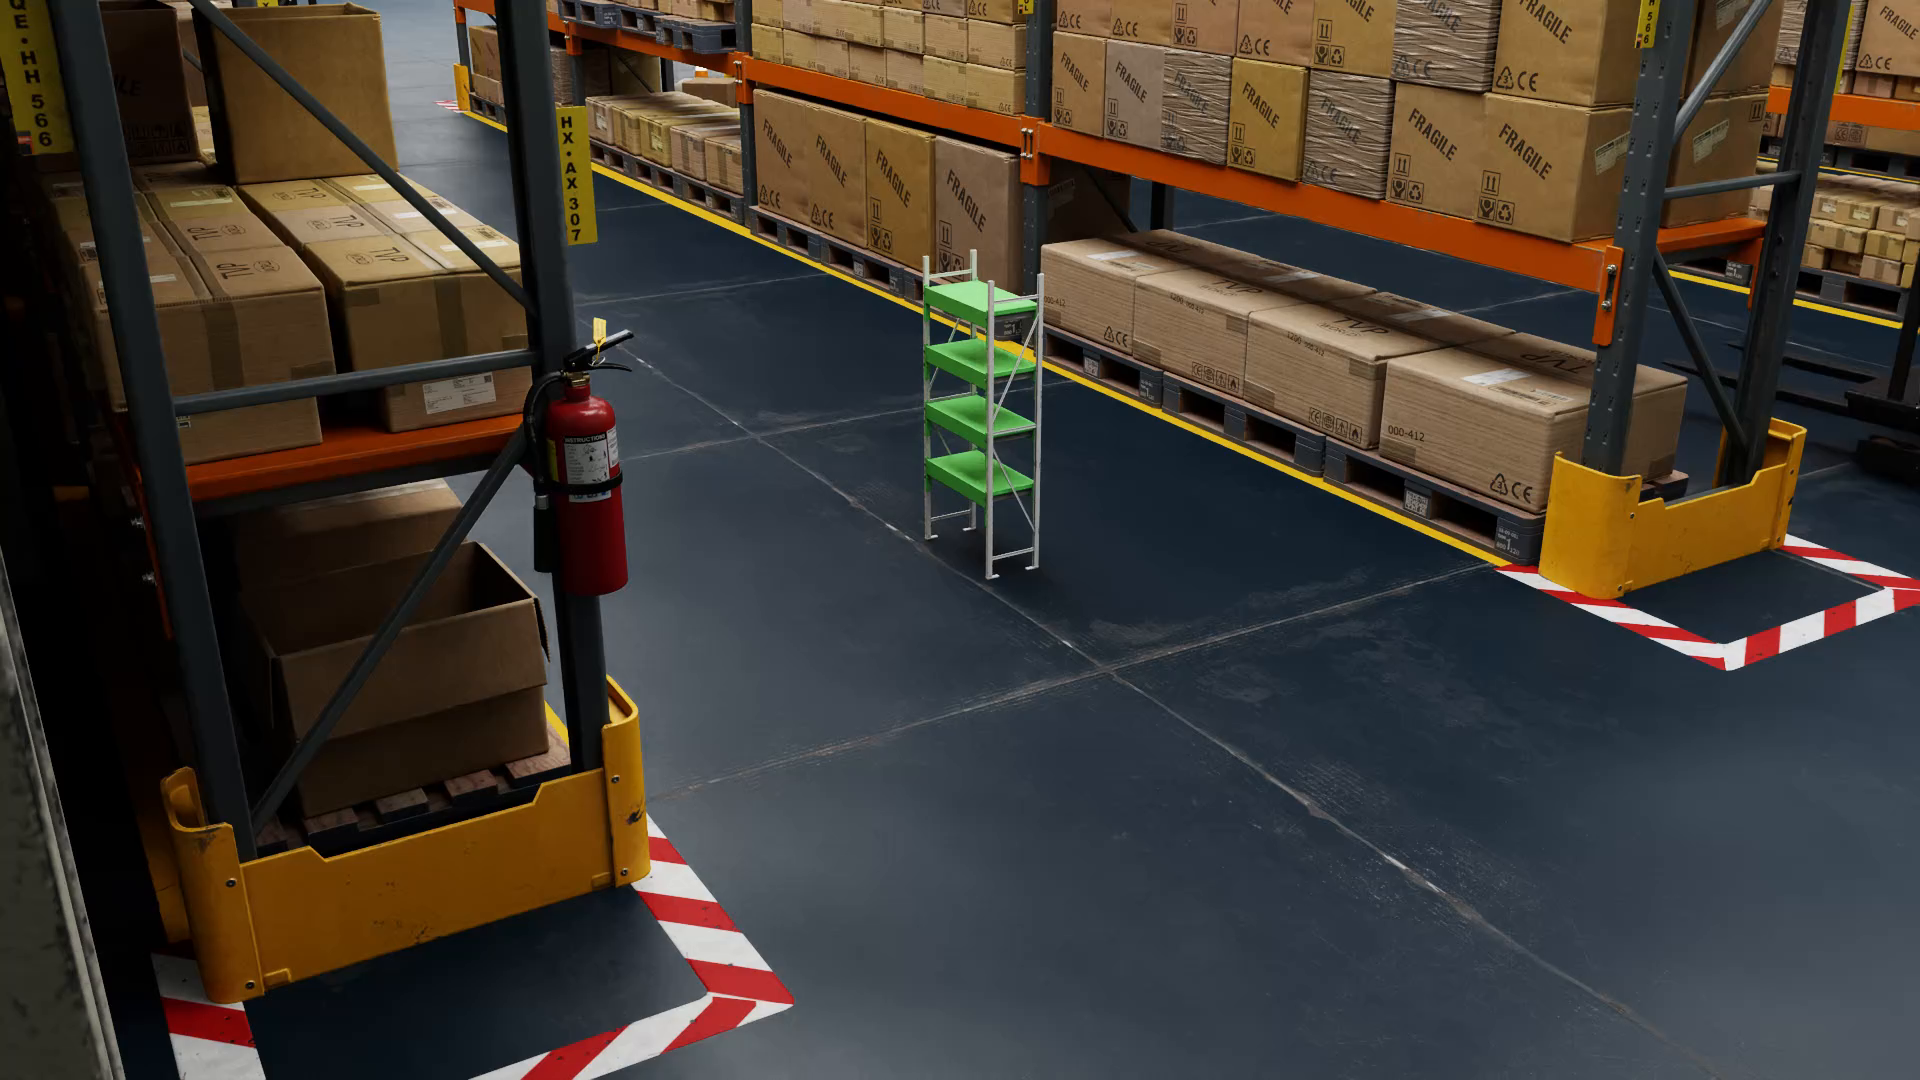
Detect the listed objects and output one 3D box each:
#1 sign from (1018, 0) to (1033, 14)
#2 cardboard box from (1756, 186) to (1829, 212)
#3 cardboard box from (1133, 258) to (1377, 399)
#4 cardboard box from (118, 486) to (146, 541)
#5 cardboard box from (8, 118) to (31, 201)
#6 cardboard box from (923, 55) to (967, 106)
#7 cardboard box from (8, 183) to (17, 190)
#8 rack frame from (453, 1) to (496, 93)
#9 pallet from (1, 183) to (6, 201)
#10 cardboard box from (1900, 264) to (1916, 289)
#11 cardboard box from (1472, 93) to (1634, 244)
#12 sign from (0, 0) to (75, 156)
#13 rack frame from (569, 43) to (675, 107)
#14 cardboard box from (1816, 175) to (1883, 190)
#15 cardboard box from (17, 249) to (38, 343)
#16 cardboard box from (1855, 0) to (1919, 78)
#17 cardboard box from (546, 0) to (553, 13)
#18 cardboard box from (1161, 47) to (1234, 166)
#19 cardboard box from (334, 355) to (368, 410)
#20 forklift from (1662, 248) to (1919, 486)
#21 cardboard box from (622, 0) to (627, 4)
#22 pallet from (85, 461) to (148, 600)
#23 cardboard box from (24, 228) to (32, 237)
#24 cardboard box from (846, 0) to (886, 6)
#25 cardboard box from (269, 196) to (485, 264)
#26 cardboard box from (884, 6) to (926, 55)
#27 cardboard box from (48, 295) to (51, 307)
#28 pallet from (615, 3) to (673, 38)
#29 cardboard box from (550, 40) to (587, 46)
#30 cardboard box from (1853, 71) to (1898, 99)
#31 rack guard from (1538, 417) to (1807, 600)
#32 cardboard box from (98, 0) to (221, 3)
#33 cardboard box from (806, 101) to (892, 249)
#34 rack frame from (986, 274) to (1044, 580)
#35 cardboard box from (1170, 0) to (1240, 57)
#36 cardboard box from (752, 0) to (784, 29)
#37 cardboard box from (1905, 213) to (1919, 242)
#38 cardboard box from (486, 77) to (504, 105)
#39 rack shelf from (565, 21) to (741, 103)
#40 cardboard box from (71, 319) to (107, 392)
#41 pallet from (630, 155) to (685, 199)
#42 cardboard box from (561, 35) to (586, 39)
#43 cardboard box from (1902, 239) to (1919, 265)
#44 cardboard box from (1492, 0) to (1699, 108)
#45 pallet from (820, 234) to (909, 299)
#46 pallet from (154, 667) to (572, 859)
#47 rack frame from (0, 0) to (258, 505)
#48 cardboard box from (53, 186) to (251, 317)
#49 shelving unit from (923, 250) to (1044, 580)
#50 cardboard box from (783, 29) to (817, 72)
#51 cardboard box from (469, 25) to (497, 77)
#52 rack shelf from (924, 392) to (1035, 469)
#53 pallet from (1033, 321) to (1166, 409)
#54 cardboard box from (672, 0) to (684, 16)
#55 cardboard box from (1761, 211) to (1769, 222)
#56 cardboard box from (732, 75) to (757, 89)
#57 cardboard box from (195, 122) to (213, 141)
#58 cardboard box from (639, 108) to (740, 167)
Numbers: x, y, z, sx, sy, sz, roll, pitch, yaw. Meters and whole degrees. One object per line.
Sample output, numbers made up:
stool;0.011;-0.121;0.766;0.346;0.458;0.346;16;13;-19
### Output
sign;0.361;-3.011;8.975;0.100;0.325;0.005;-13;25;-28
cardboard box;5.498;-2.250;10.975;0.380;0.149;0.250;-12;25;-27
cardboard box;1.509;-1.113;8.582;0.875;0.438;0.875;-13;26;-30
cardboard box;-3.087;-0.137;6.565;0.380;0.149;0.250;-13;25;-29
cardboard box;-3.422;-1.519;6.540;0.500;0.250;0.500;-13;25;-29
cardboard box;0.117;-2.811;10.115;0.500;0.250;0.500;-13;25;-29
cardboard box;-5.488;-2.066;9.983;0.380;0.149;0.250;-11;25;-26
rack frame;-5.307;-6.503;18.999;1.000;3.000;0.127;-13;25;-28
pallet;-7.120;-2.730;13.418;1.003;0.211;1.213;-13;25;-28
cardboard box;6.020;-1.626;10.230;0.380;0.149;0.250;-14;26;-31
cardboard box;2.392;-1.475;6.497;0.500;0.500;0.500;-12;25;-28
sign;-1.887;-0.950;3.380;0.100;0.325;0.005;-13;25;-28
rack frame;-3.264;-5.208;15.814;1.000;3.000;0.127;-13;25;-28
cardboard box;6.013;-2.365;11.256;0.380;0.149;0.250;-14;26;-31
cardboard box;-4.734;-1.306;8.974;0.500;0.500;0.500;-14;26;-30
cardboard box;5.847;-3.082;10.055;0.500;0.500;0.500;-11;25;-26
cardboard box;-3.824;-5.217;16.168;0.380;0.149;0.250;-12;25;-27
cardboard box;1.339;-2.137;8.124;0.500;0.500;0.500;-12;25;-28
cardboard box;-1.501;-0.484;4.524;0.380;0.149;0.250;-12;25;-27
forklift;4.837;-1.703;7.281;1.130;2.935;3.031;-16;27;-34
cardboard box;-2.703;-4.715;14.377;0.380;0.149;0.250;-12;25;-28
pallet;-3.093;-0.148;7.068;1.003;0.211;1.213;-13;25;-28
cardboard box;-4.680;-1.562;8.743;0.380;0.149;0.250;-14;26;-30
cardboard box;-0.412;-3.723;10.699;0.500;0.500;0.500;-12;25;-27
cardboard box;-1.658;-0.798;4.767;0.500;0.250;0.500;-12;25;-28
cardboard box;-0.143;-3.204;10.417;0.500;0.250;0.500;-12;25;-27
cardboard box;-4.018;-1.148;7.724;0.380;0.149;0.250;-13;25;-28
pallet;-2.267;-4.458;14.221;1.003;0.211;1.213;-13;25;-28
cardboard box;-4.058;-4.781;16.859;0.500;0.500;0.500;-12;25;-27
cardboard box;5.781;-2.838;10.315;0.380;0.149;0.250;-12;25;-26
rack guard;2.878;-0.158;6.708;1.175;0.500;0.348;-13;25;-28
cardboard box;-4.163;-2.525;8.521;0.700;0.500;0.500;-13;25;-29
cardboard box;-0.487;-2.595;11.647;0.875;0.875;0.875;-12;25;-28
rack frame;0.209;-0.423;6.431;0.240;1.200;0.015;-13;25;-28
cardboard box;1.362;-2.595;7.923;0.500;0.500;0.500;-12;25;-27
cardboard box;-1.174;-3.864;12.042;0.500;0.250;0.500;-13;25;-29
cardboard box;5.998;-1.905;10.124;0.380;0.149;0.250;-12;25;-26
cardboard box;-4.879;-4.943;18.255;0.500;0.250;0.500;-12;25;-26
rack shelf;-2.243;-4.228;14.356;1.077;0.370;4.000;-13;25;-28
cardboard box;-2.264;-0.544;4.673;0.380;0.149;0.250;-13;25;-28
pallet;-2.238;-3.269;14.747;1.003;0.211;1.213;-13;25;-28
cardboard box;-3.880;-5.059;17.543;0.500;0.500;0.500;-11;25;-25
cardboard box;6.012;-1.769;10.186;0.380;0.149;0.250;-12;25;-27
cardboard box;2.415;-1.944;6.321;0.500;0.500;0.500;-12;25;-27
pallet;-0.264;-1.957;11.519;1.003;0.211;1.213;-13;25;-28
pallet;-1.847;0.642;5.125;1.003;0.211;1.213;-13;25;-28
rack frame;-3.443;-1.663;7.090;1.000;3.000;0.127;-13;25;-28
cardboard box;-2.374;-0.862;4.926;0.500;0.250;0.500;-12;25;-27
shelving unit;0.085;-0.502;6.626;0.258;1.200;0.503;-13;25;-28
cardboard box;-0.910;-3.474;11.747;0.500;0.250;0.500;-13;26;-30
cardboard box;-5.121;-5.449;18.505;0.500;0.500;0.500;-14;26;-30
rack shelf;0.085;-0.443;6.650;0.258;0.148;0.480;-13;25;-28
pallet;1.144;-1.066;9.325;1.003;0.211;1.213;-13;25;-28
cardboard box;-2.079;-4.281;13.309;0.380;0.149;0.250;-14;26;-31
cardboard box;5.554;-2.118;11.044;0.380;0.149;0.250;-11;25;-26
cardboard box;-2.234;-5.265;19.268;0.637;0.503;0.797;8;23;18
cardboard box;-2.704;-1.454;6.380;0.500;0.250;0.500;-13;25;-28
cardboard box;-2.267;-3.559;14.689;0.950;0.372;0.625;-12;25;-26
